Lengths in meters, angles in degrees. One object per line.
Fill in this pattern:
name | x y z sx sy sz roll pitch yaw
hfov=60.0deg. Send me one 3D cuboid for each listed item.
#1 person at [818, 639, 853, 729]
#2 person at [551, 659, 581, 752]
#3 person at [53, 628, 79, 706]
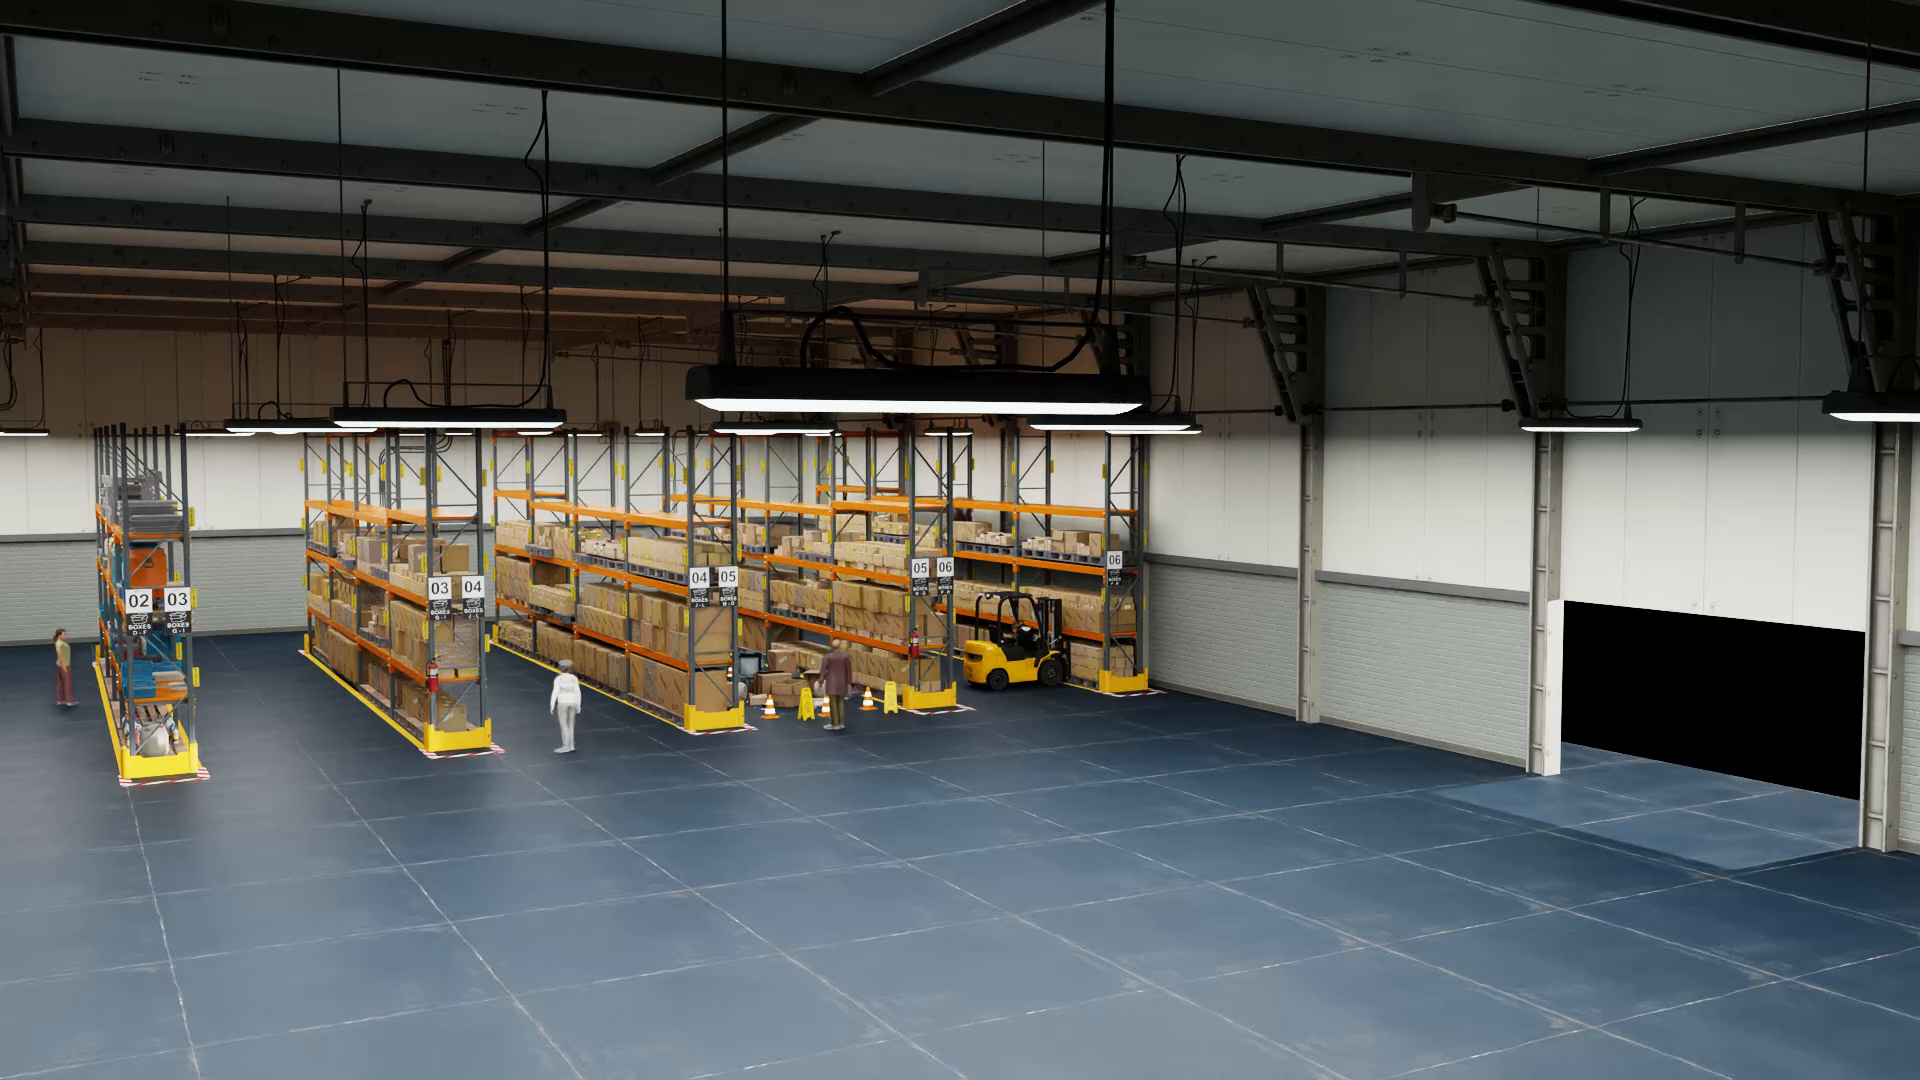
person | -2.453 2.858 32.782 0.682 1.815 0.434 -1 4 -17
person | -7.214 3.046 30.445 0.541 1.714 0.374 -2 4 -30
person | -19.214 2.717 35.727 0.439 1.668 0.523 -3 4 -39
